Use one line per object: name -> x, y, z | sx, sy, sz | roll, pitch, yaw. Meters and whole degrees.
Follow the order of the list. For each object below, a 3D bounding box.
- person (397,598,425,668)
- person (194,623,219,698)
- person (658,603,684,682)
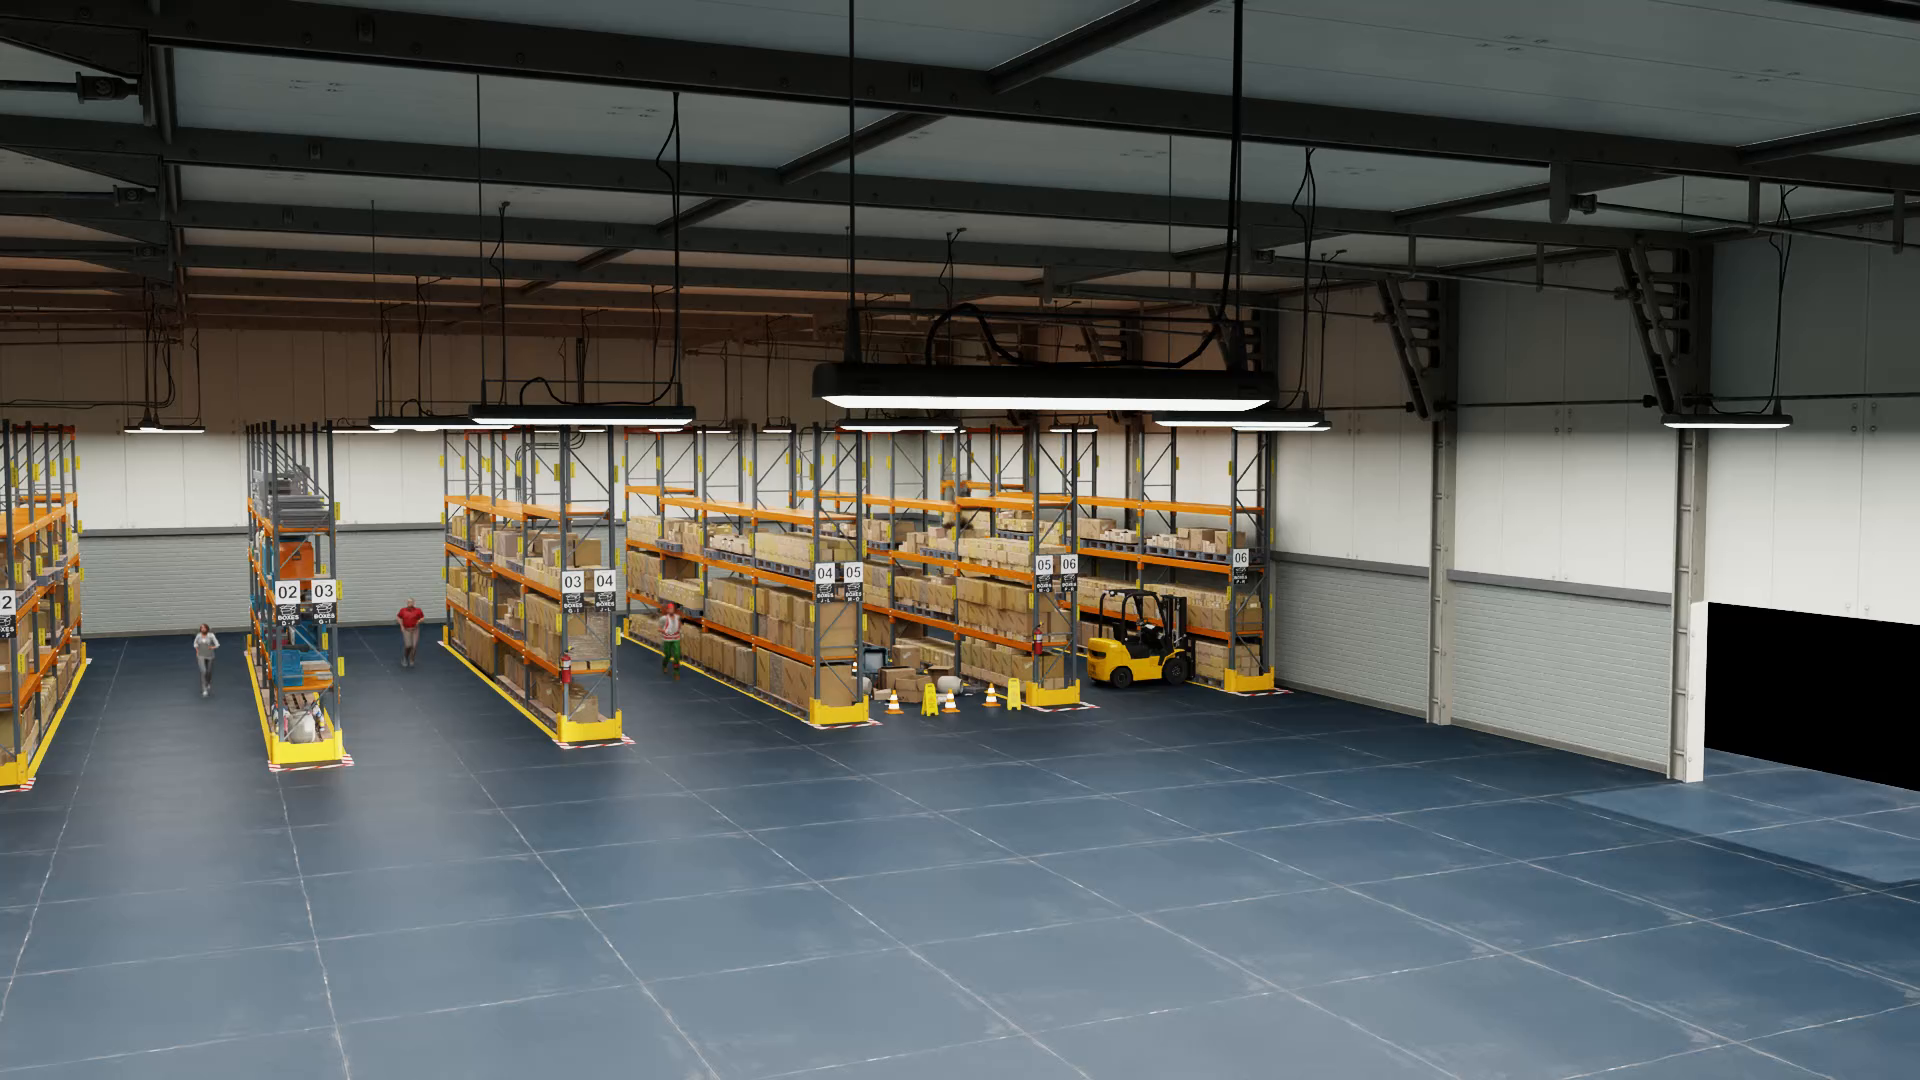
person -> -13.581, 2.308, 41.187 | 0.633, 1.741, 0.683 | -2, 4, -23
person -> -16.637, 2.627, 36.729 | 0.525, 1.611, 0.820 | -1, 4, -22
person -> -6.802, 2.383, 39.117 | 0.654, 1.810, 0.991 | -2, 4, -28
